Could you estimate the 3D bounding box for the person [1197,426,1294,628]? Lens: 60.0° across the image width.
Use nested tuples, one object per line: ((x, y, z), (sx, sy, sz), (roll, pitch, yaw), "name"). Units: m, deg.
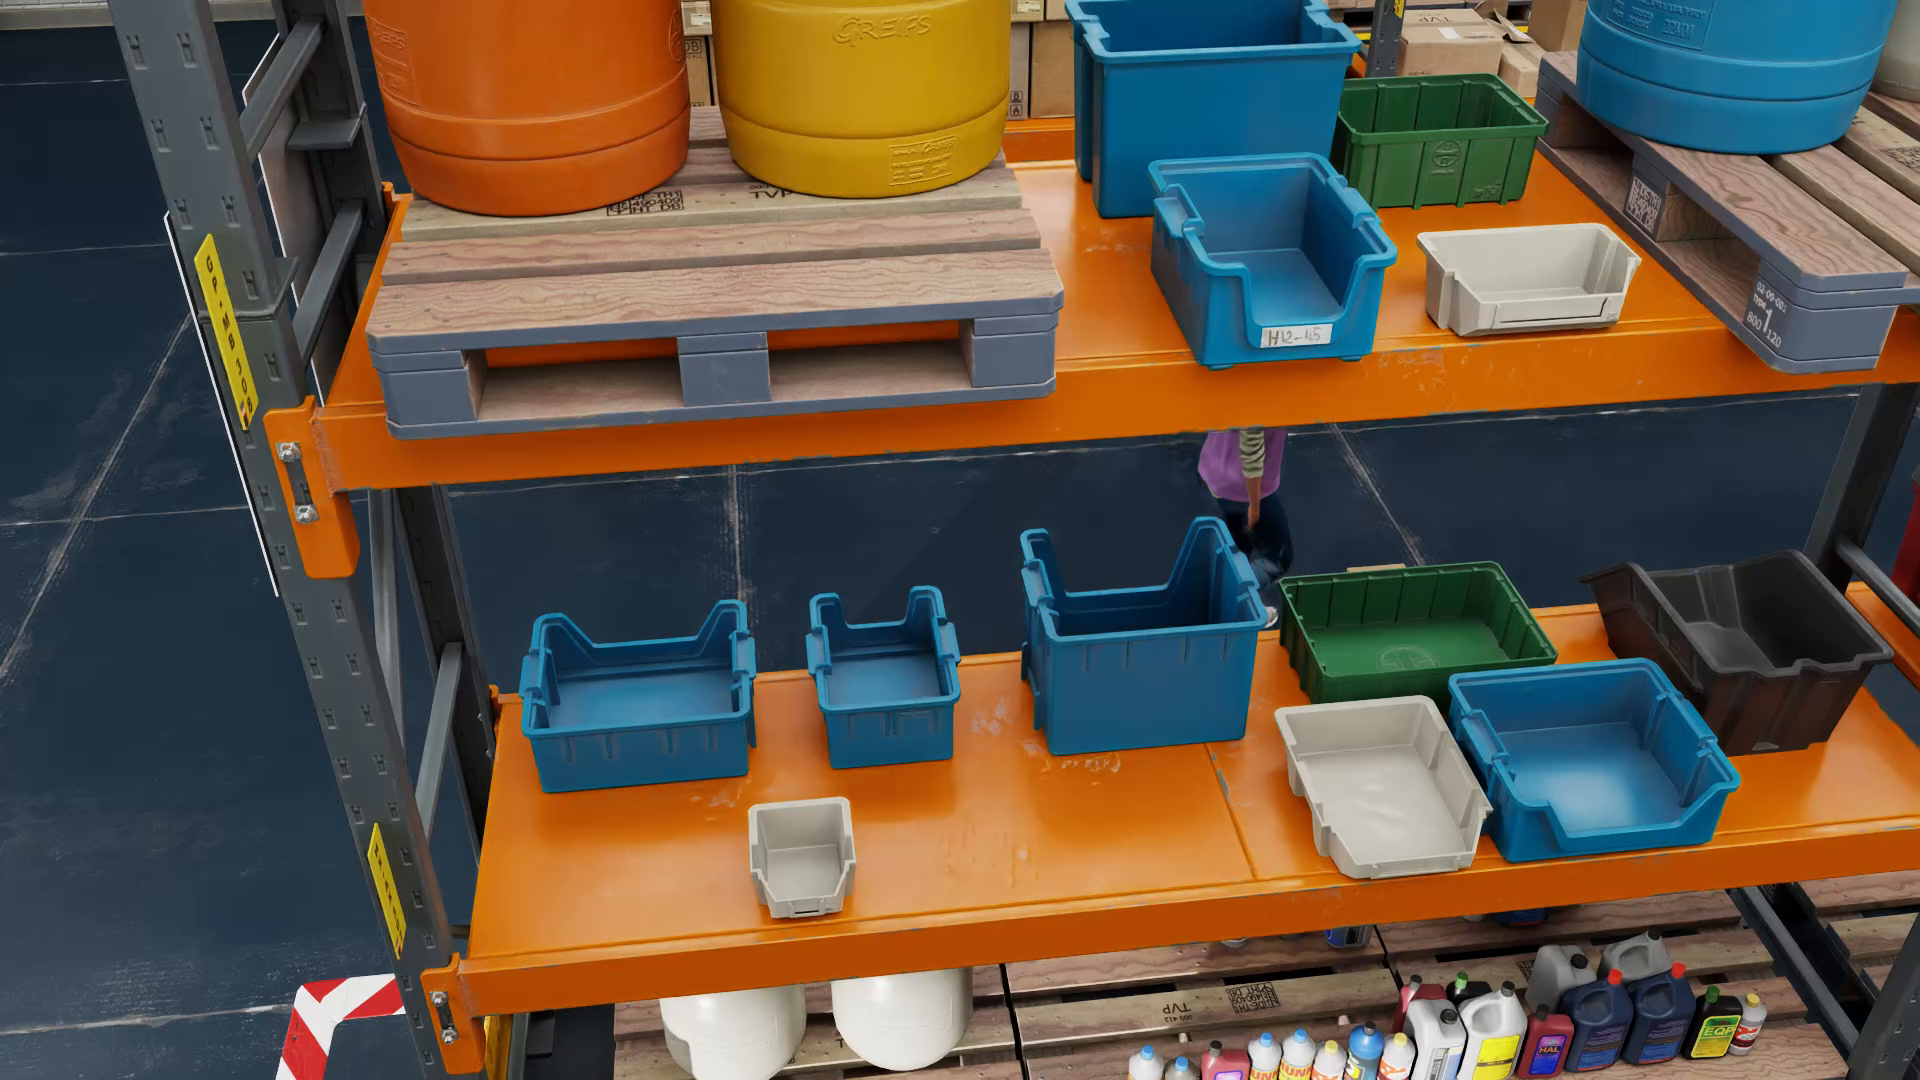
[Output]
((1.140, -0.240, 6.460), (0.467, 1.592, 0.437), (-9, 36, -13), "person")
